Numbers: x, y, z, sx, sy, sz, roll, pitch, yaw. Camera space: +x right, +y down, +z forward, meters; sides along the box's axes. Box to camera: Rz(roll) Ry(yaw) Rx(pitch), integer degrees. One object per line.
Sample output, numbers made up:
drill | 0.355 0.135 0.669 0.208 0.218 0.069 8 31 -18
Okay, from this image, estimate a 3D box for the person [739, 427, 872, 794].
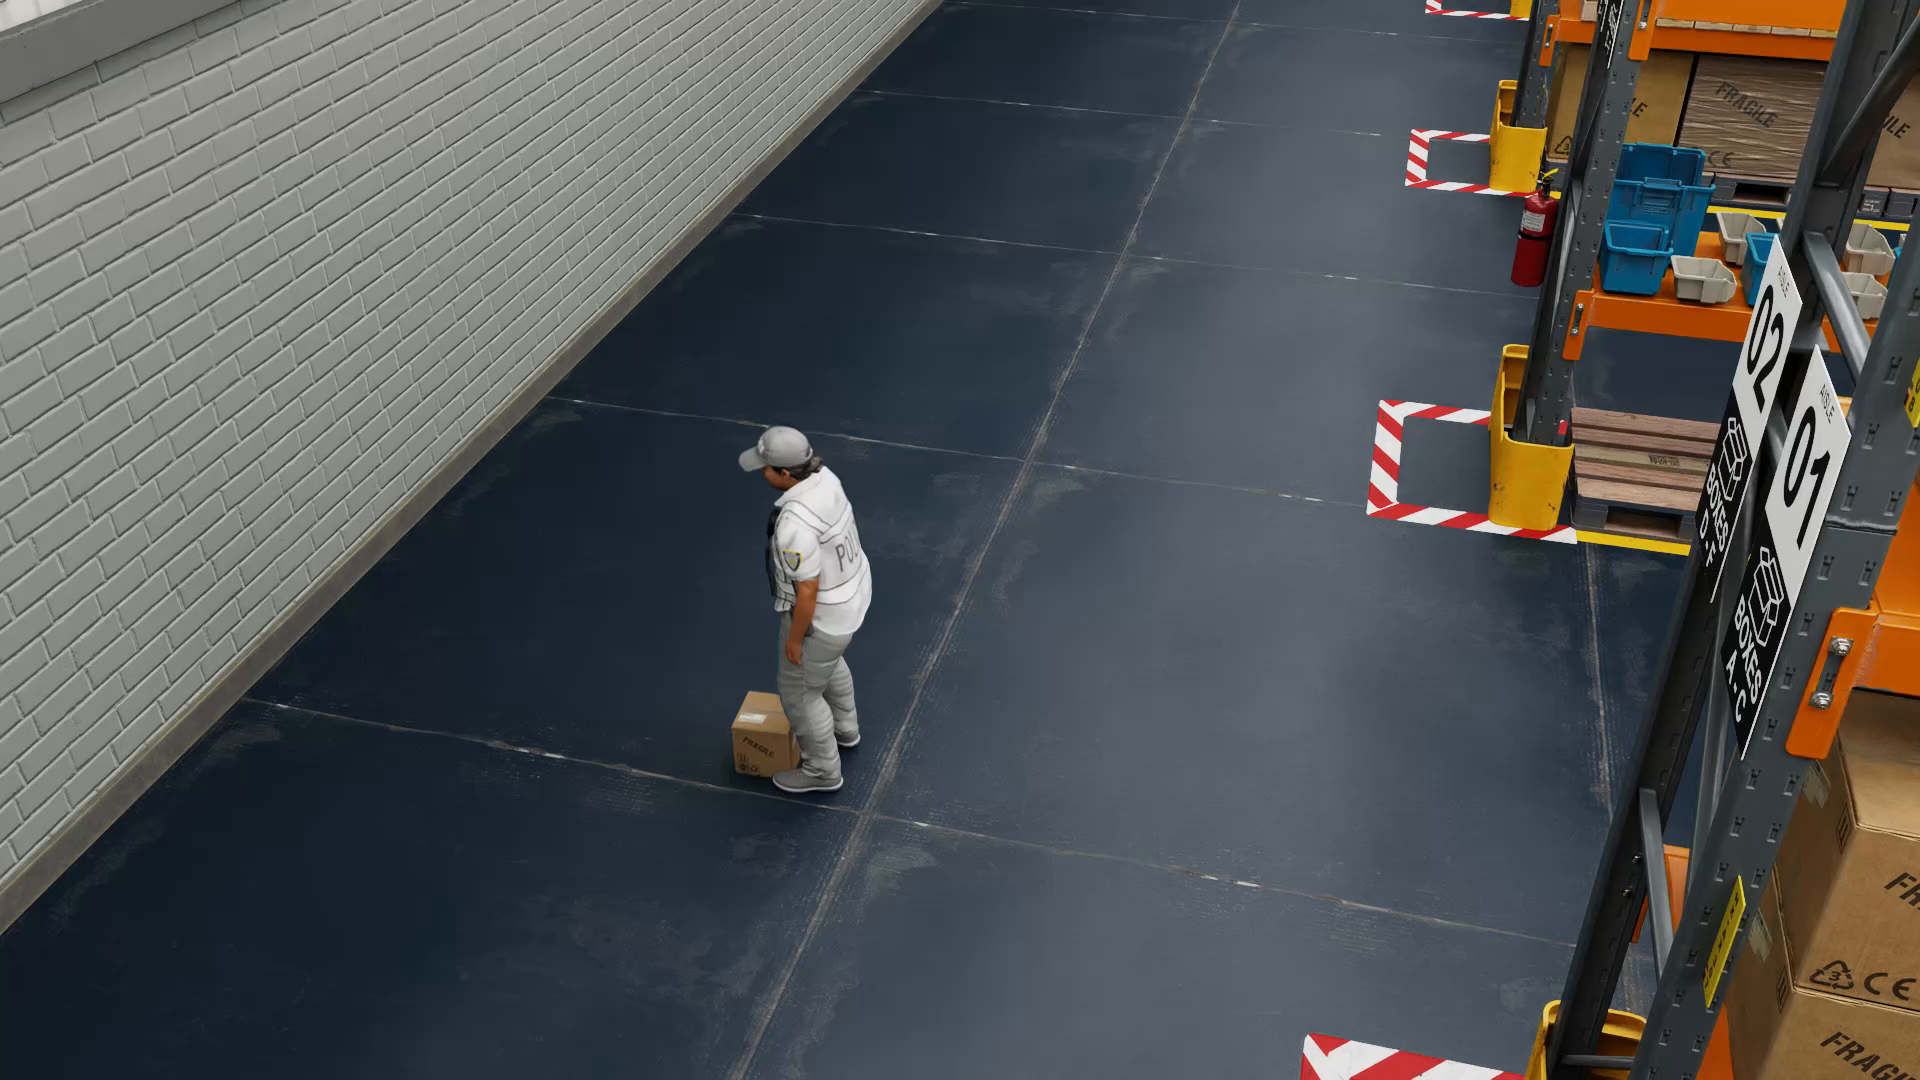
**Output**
person | -0.604 0.270 6.720 0.470 1.664 0.547 7 34 10
